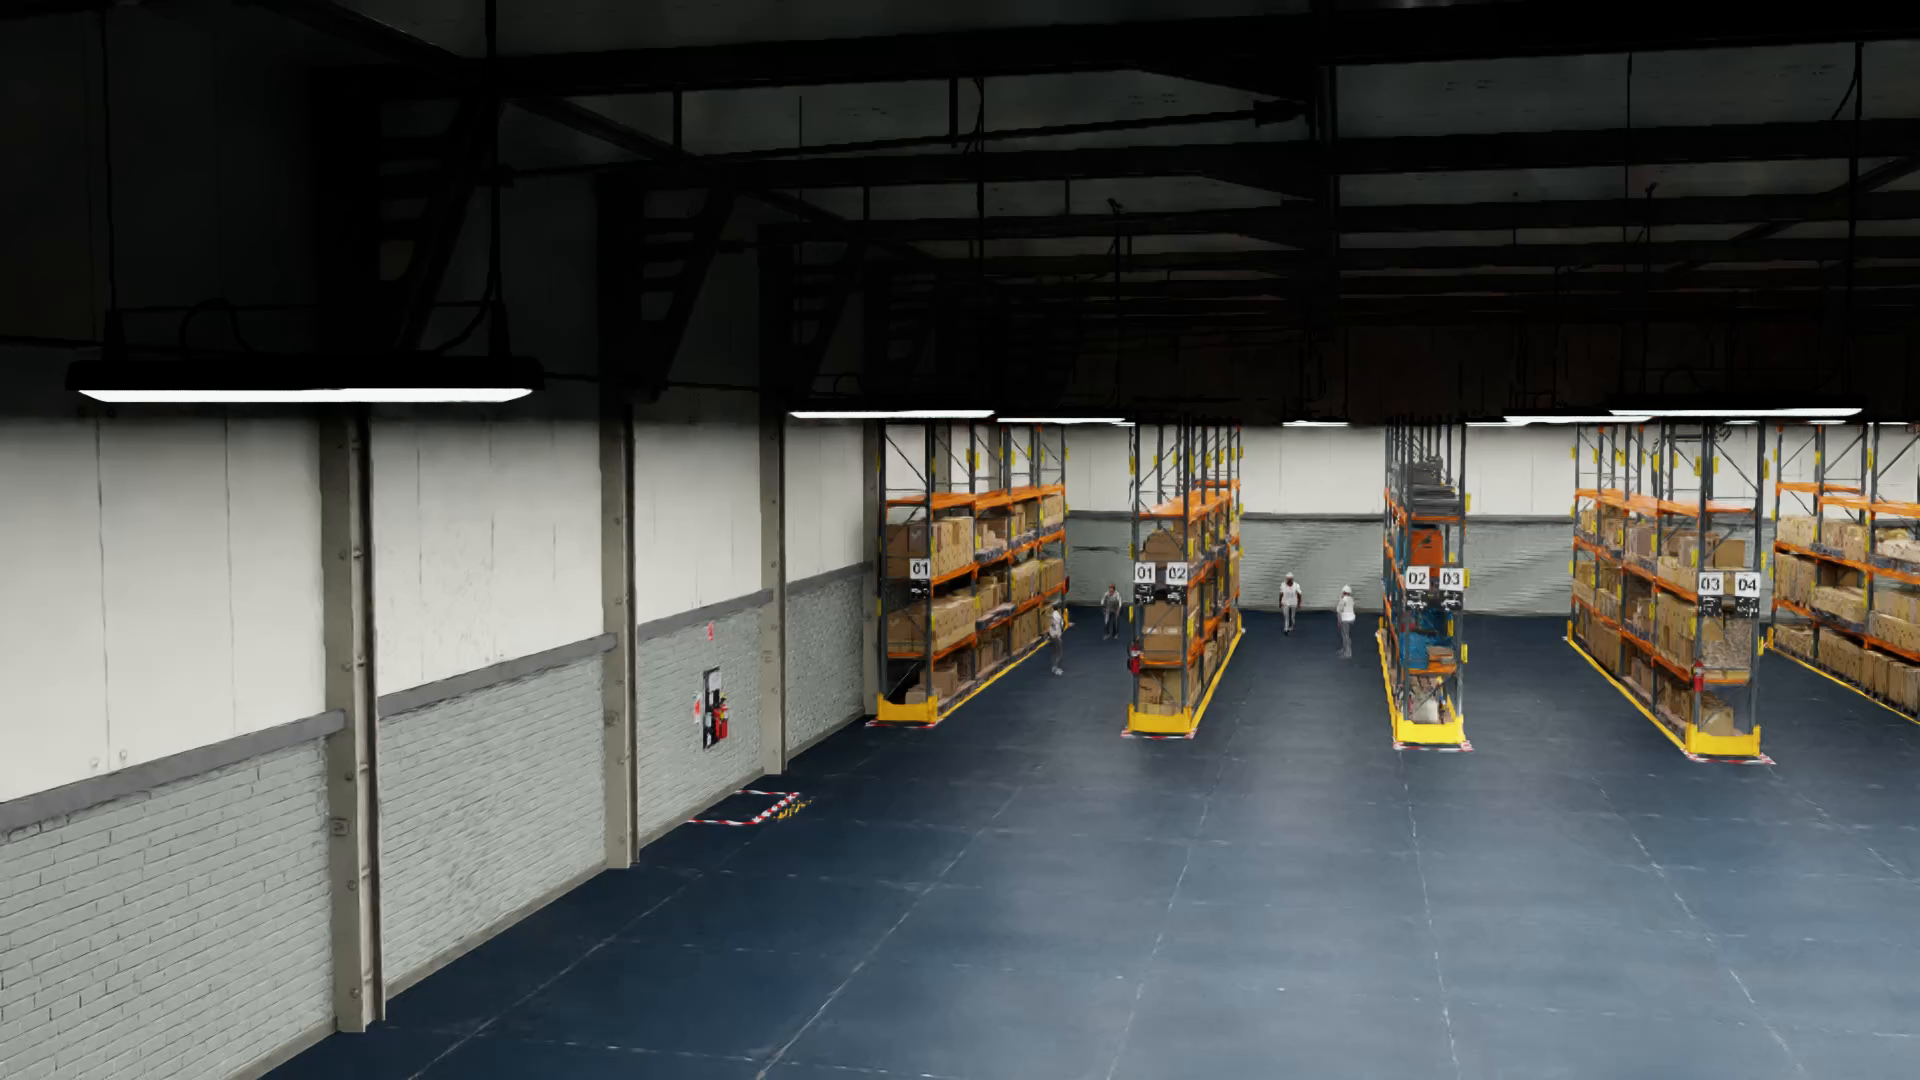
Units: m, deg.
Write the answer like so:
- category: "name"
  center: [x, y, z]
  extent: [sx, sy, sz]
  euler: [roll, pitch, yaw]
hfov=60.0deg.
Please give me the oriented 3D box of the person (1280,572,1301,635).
- category: "person"
  center: [9.163, 1.747, 46.152]
  extent: [0.583, 1.716, 1.029]
  euler: [1, 4, 12]

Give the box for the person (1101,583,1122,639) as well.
- category: "person"
  center: [4.108, 1.916, 45.015]
  extent: [0.566, 1.541, 0.519]
  euler: [1, 4, 10]

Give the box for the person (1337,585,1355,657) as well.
- category: "person"
  center: [9.630, 2.009, 41.605]
  extent: [0.576, 1.768, 0.626]
  euler: [4, 5, 43]

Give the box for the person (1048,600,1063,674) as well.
- category: "person"
  center: [2.254, 2.281, 38.842]
  extent: [0.362, 1.727, 0.538]
  euler: [-1, 4, -13]
